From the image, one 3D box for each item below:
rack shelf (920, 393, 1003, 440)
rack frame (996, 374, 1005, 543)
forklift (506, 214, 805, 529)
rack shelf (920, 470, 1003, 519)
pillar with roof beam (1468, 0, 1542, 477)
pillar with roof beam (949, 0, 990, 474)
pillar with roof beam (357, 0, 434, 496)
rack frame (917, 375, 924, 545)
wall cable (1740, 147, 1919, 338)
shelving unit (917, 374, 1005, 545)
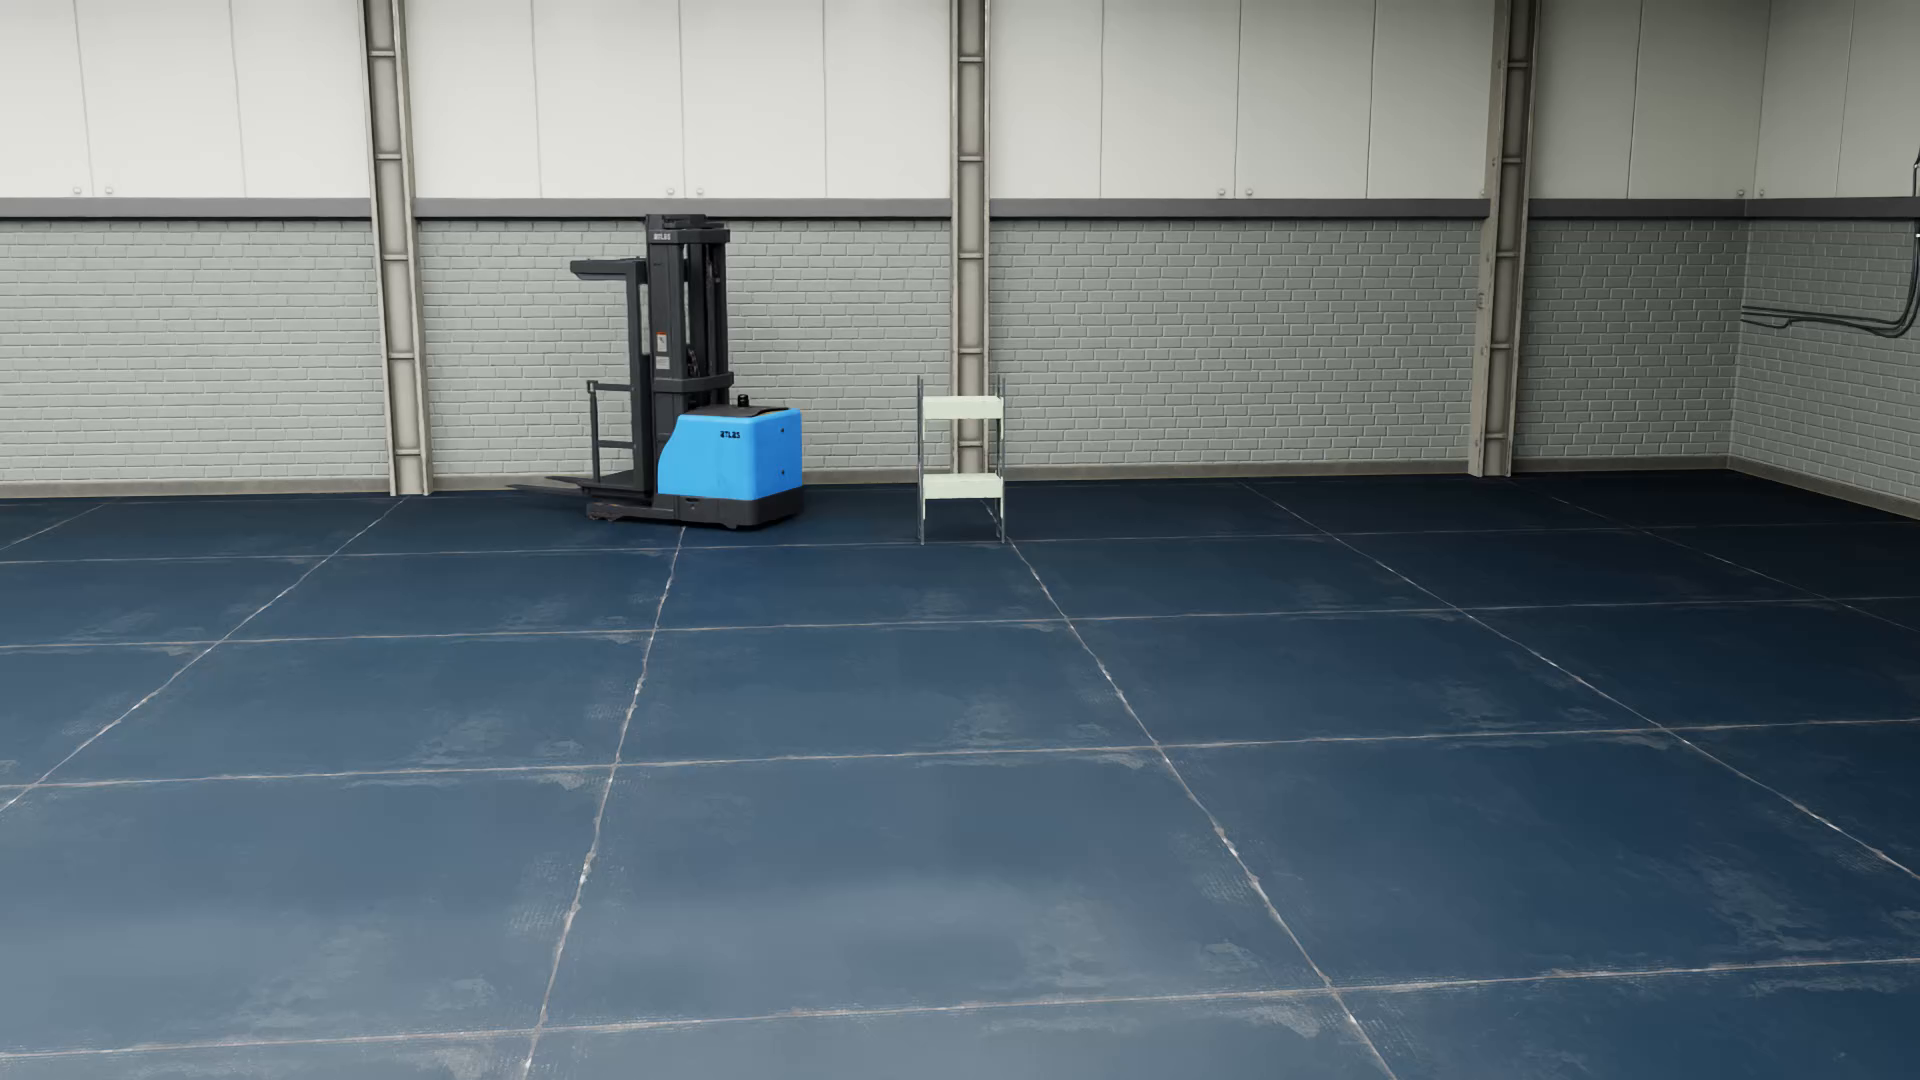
[{"bbox_3d":[0.007,-1.119,15.031,0.720,0.370,0.431,-1,11,-6],"label":"rack shelf"},{"bbox_3d":[0.371,-0.744,15.145,0.023,1.500,0.400,-1,11,-6],"label":"rack frame"},{"bbox_3d":[-3.097,-1.708,16.338,3.031,2.935,1.130,5,12,24],"label":"forklift"},{"bbox_3d":[0.007,-0.416,15.169,0.720,0.370,0.431,-1,11,-6],"label":"rack shelf"},{"bbox_3d":[6.533,-4.342,14.008,0.400,9.000,9.100,-1,11,-6],"label":"pillar with roof beam"},{"bbox_3d":[0.568,-4.217,13.372,0.400,9.000,9.100,-1,11,-6],"label":"pillar with roof beam"},{"bbox_3d":[-5.397,-4.092,12.737,0.400,9.000,9.100,-1,11,-6],"label":"pillar with roof beam"},{"bbox_3d":[-0.357,-0.728,15.067,0.023,1.500,0.400,-1,11,-6],"label":"rack frame"},{"bbox_3d":[9.139,-3.452,17.529,0.112,2.526,3.097,-1,11,-6],"label":"wall cable"},{"bbox_3d":[0.007,-0.736,15.106,0.755,1.500,0.431,-1,11,-6],"label":"shelving unit"}]
